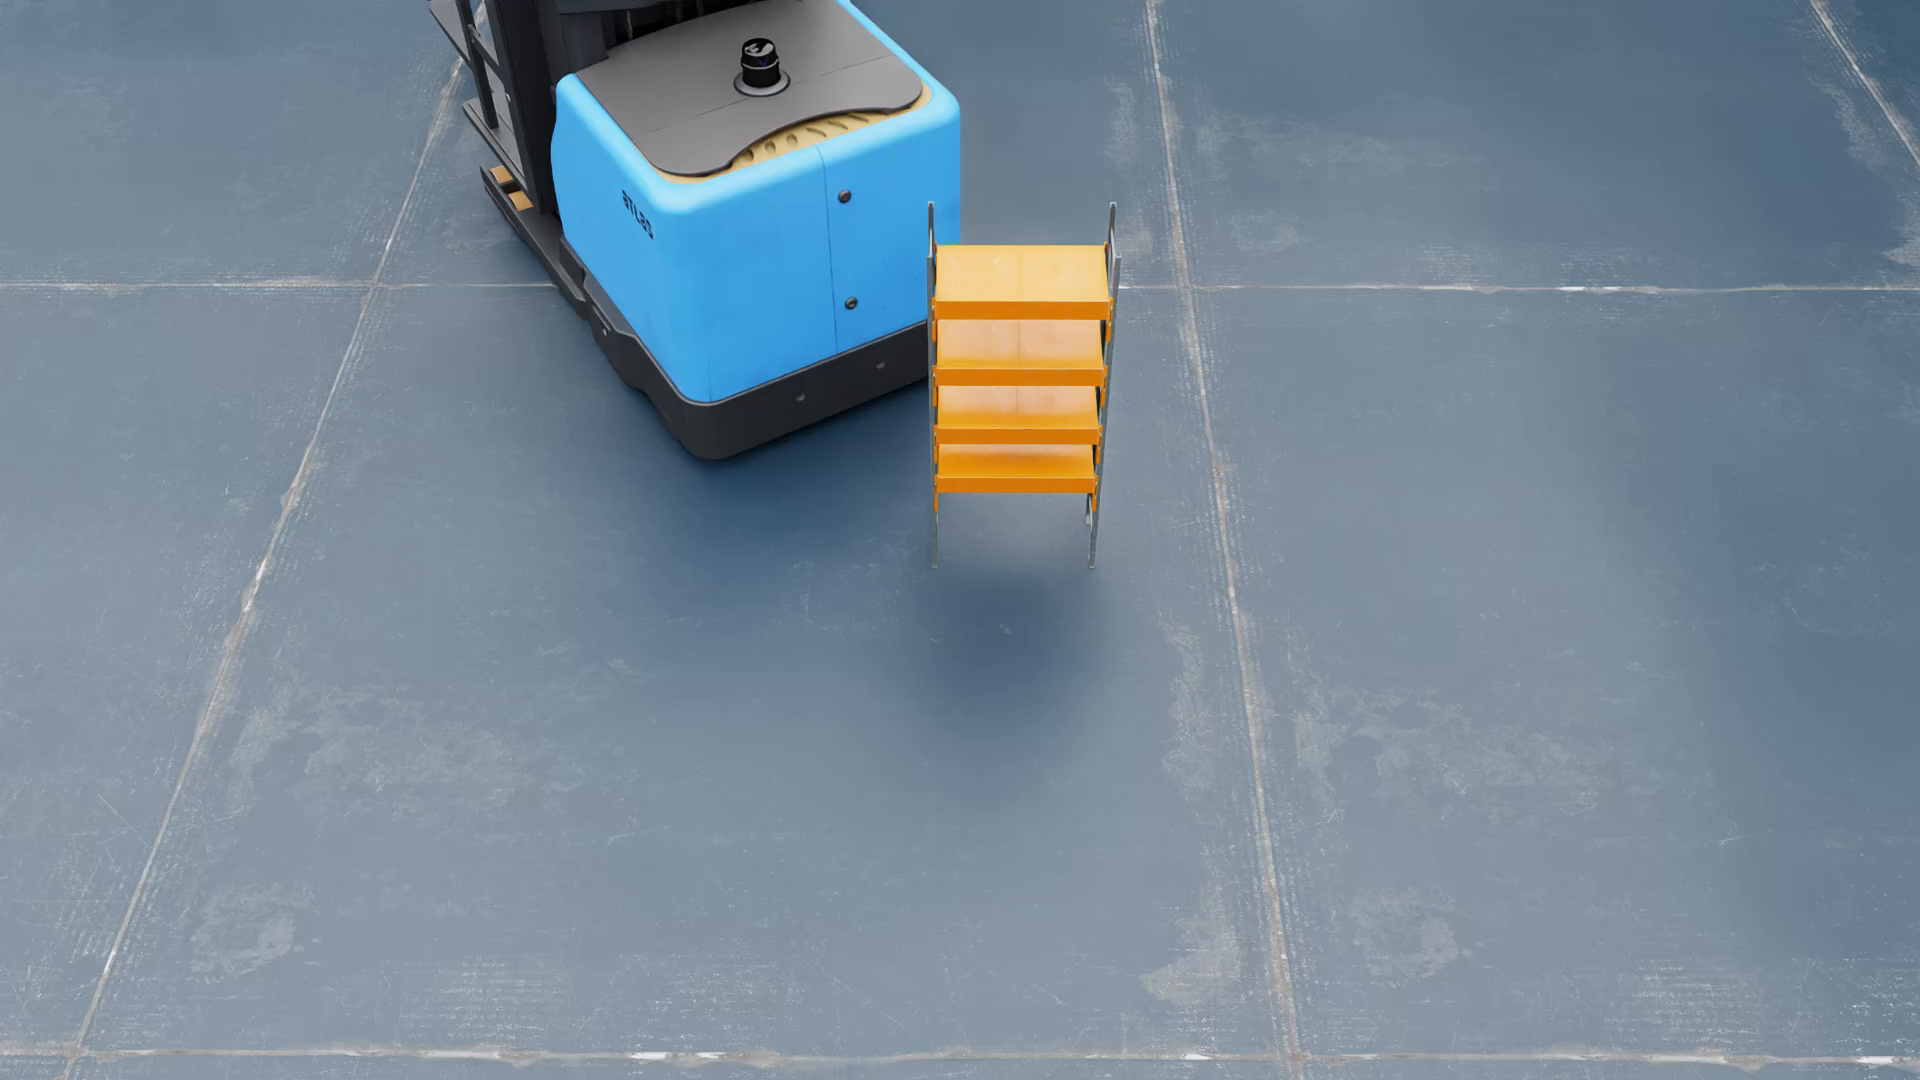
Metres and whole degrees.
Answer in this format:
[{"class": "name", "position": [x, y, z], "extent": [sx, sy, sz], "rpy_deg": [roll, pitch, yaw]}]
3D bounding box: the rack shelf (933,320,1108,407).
[{"class": "rack shelf", "position": [0.166, -0.515, 4.696], "extent": [0.480, 0.148, 0.258], "rpy_deg": [0, 47, 0]}]

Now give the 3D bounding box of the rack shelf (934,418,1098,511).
[{"class": "rack shelf", "position": [0.166, -0.227, 5.005], "extent": [0.480, 0.148, 0.258], "rpy_deg": [0, 47, 0]}]

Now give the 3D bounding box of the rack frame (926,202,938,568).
[{"class": "rack frame", "position": [-0.078, -0.409, 4.811], "extent": [0.015, 1.200, 0.240], "rpy_deg": [0, 47, 0]}]

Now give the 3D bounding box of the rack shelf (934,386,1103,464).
[{"class": "rack shelf", "position": [0.166, -0.363, 4.860], "extent": [0.480, 0.148, 0.258], "rpy_deg": [0, 47, 0]}]

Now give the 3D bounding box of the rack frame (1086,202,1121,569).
[{"class": "rack frame", "position": [0.410, -0.408, 4.810], "extent": [0.015, 1.200, 0.240], "rpy_deg": [0, 47, 0]}]

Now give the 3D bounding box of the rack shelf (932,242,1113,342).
[{"class": "rack shelf", "position": [0.166, -0.676, 4.523], "extent": [0.480, 0.148, 0.258], "rpy_deg": [0, 47, 0]}]

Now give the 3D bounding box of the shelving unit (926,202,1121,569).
[{"class": "shelving unit", "position": [0.166, -0.408, 4.810], "extent": [0.503, 1.200, 0.258], "rpy_deg": [0, 47, 0]}]

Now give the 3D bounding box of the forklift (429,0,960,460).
[{"class": "forklift", "position": [-1.183, -2.325, 5.412], "extent": [1.130, 2.935, 3.031], "rpy_deg": [-24, 52, -21]}]
